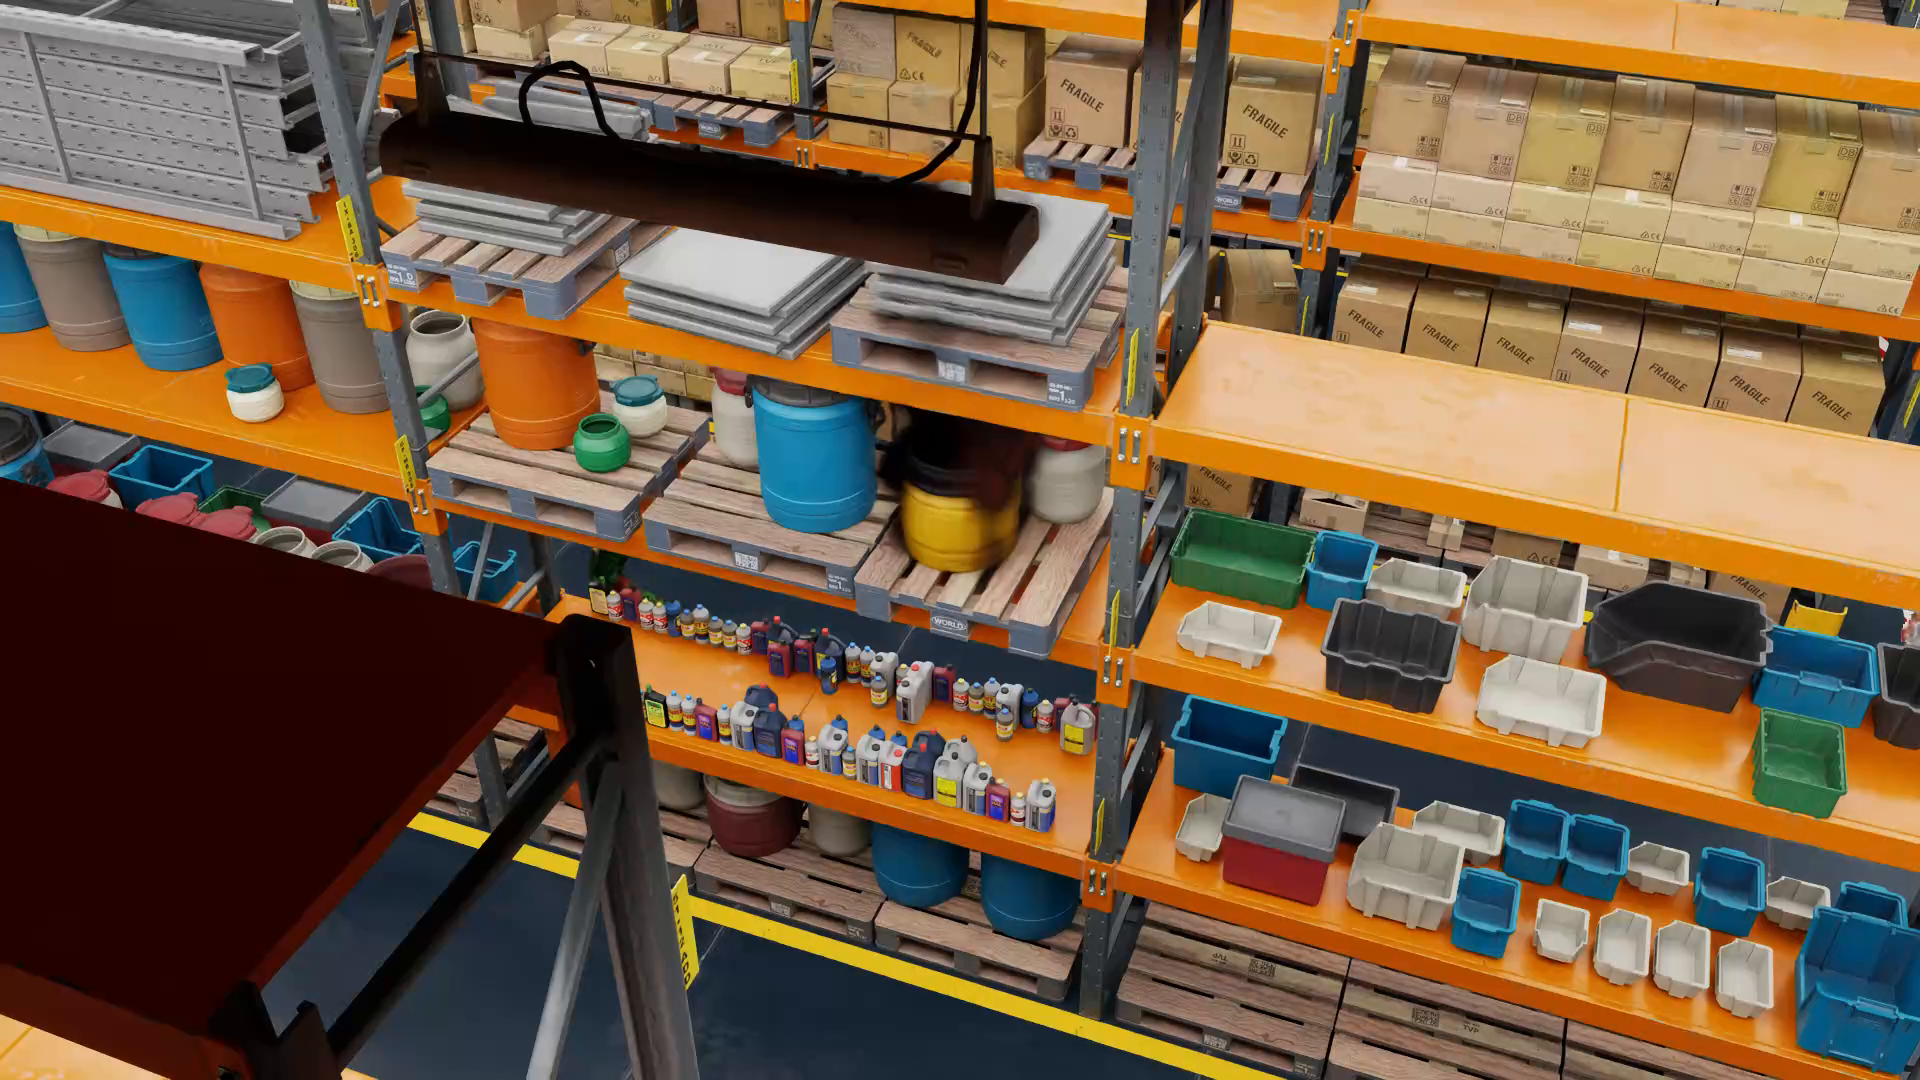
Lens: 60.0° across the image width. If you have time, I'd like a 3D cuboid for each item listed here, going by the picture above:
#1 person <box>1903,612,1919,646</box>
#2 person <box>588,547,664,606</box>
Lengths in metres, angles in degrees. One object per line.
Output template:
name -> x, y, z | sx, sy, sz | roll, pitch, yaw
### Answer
person -> 6.512, 0.712, 10.980 | 0.666, 1.757, 0.702 | -19, 41, -24
person -> -2.407, -0.035, 11.991 | 0.593, 1.740, 0.678 | 15, 39, 19
